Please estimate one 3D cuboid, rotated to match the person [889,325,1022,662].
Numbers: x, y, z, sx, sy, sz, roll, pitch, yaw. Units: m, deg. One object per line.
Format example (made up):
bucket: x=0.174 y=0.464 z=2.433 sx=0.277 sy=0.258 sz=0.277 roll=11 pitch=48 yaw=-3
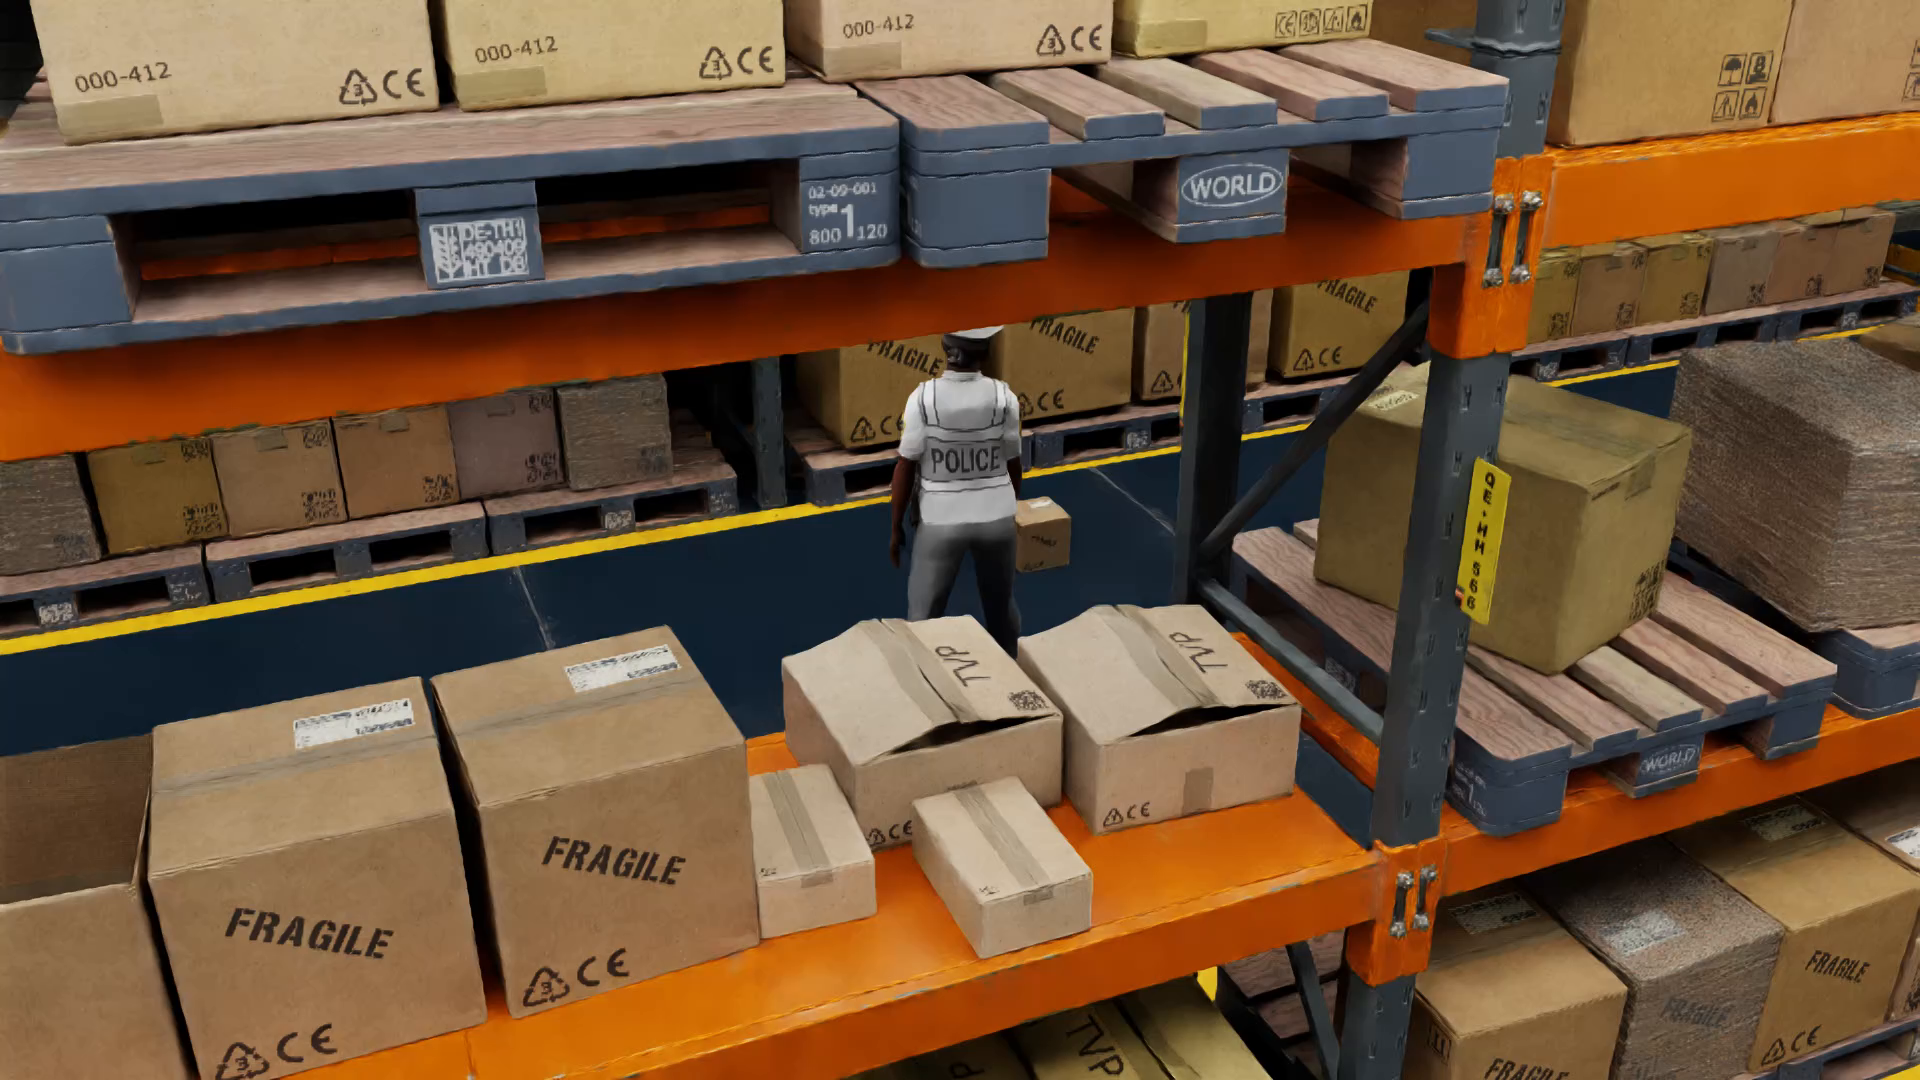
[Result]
person: x=-0.020 y=-0.049 z=6.226 sx=0.572 sy=1.665 sz=0.569 roll=-5 pitch=27 yaw=-11
